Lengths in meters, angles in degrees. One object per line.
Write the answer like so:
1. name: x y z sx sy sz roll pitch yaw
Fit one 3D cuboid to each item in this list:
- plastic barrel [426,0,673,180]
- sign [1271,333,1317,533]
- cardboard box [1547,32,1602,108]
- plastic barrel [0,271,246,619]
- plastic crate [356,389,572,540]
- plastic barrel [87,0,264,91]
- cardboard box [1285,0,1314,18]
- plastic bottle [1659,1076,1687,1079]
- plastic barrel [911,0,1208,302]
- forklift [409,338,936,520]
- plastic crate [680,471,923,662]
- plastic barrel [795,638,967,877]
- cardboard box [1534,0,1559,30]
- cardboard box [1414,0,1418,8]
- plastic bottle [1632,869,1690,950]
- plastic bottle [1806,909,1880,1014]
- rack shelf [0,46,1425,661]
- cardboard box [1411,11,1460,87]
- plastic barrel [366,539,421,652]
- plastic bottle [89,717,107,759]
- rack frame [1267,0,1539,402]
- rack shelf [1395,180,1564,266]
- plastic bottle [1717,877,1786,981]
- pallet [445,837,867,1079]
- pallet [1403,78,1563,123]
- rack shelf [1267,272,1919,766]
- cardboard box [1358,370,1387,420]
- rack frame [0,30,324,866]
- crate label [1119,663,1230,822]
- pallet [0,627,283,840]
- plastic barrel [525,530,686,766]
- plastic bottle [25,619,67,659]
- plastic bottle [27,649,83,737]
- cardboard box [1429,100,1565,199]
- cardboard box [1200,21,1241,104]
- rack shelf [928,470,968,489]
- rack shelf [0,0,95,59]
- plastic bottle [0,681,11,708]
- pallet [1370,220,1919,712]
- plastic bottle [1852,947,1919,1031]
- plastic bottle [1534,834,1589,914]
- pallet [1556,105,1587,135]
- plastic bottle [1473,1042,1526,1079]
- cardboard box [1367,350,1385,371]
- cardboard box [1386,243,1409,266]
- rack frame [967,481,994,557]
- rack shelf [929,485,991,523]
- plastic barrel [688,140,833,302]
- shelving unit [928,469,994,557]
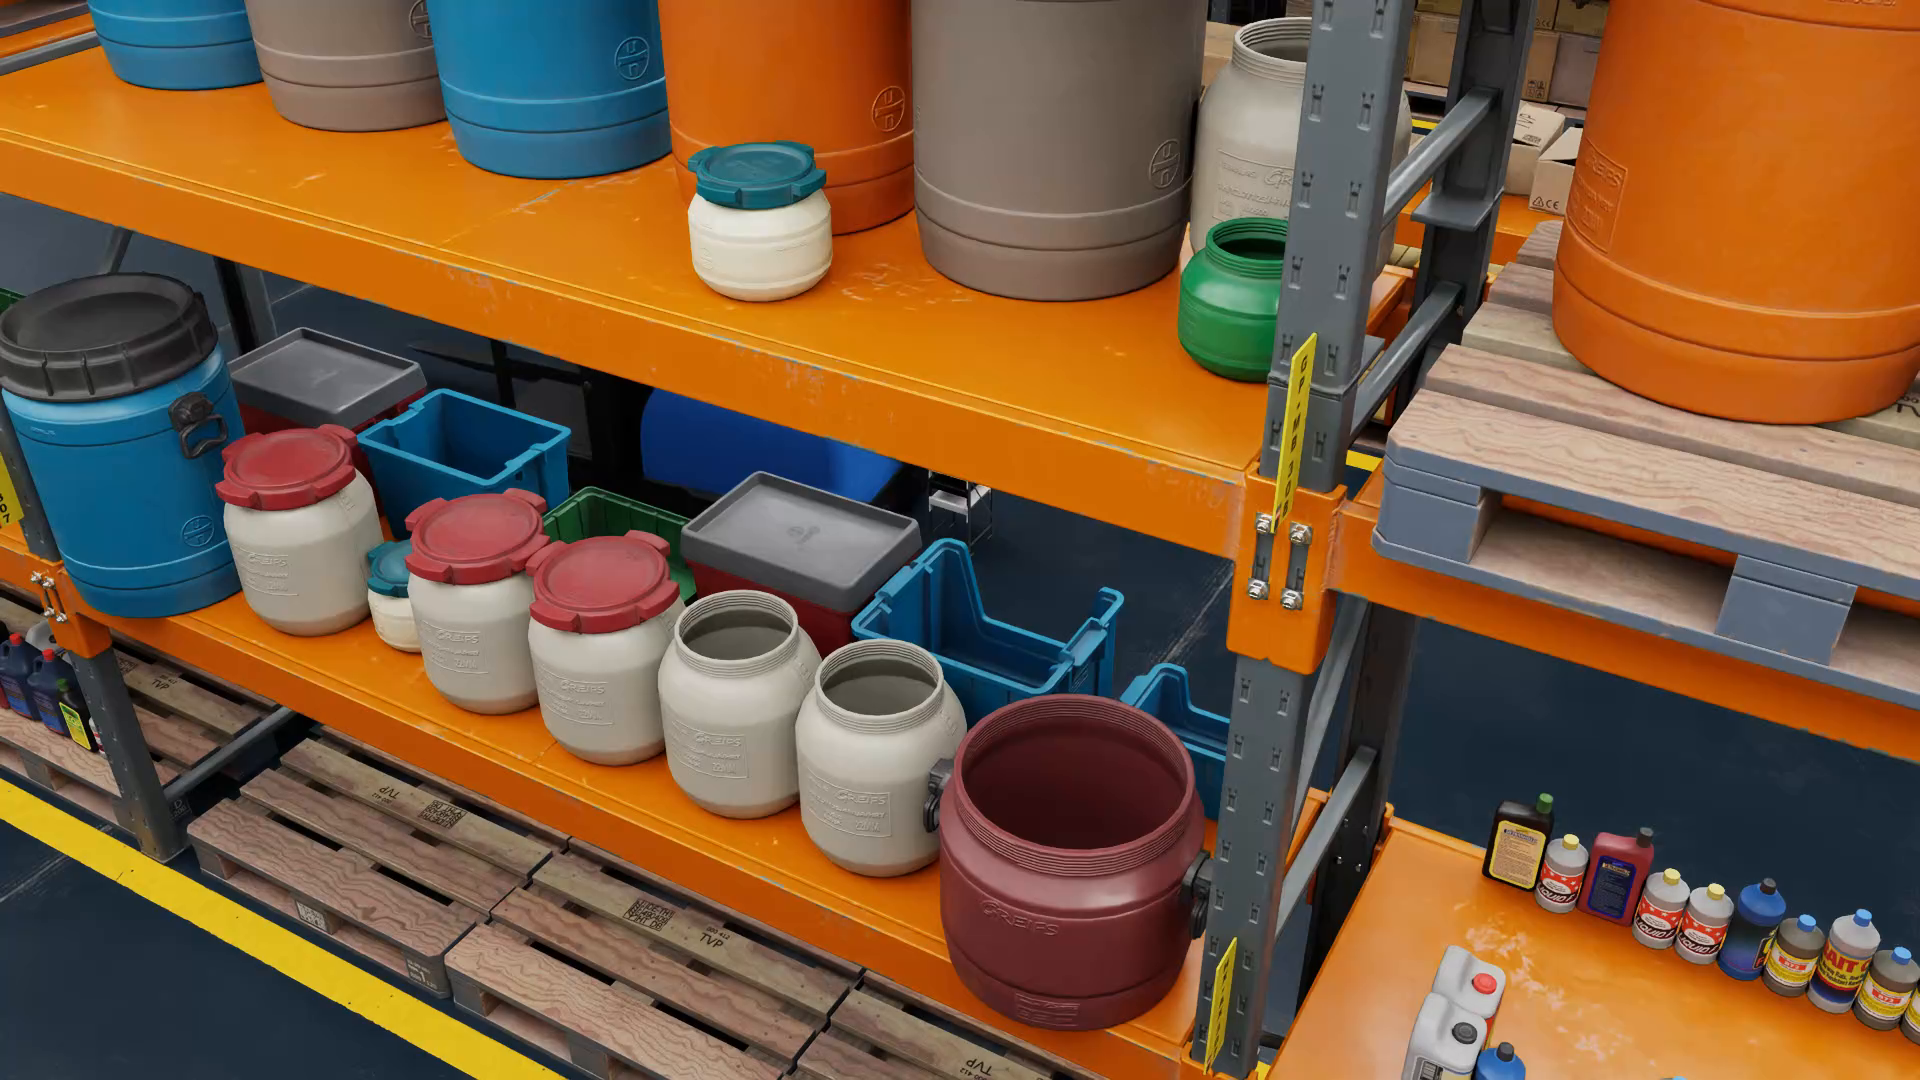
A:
1. plastic barrel: -0.983 -1.393 3.977 0.708 0.901 0.600 18 37 24
2. sign: 0.539 -0.169 2.686 0.005 0.325 0.100 18 37 24
3. cardboard box: 4.681 -3.512 12.176 0.500 0.500 0.700 18 37 24
4. plastic barrel: -2.482 -0.288 5.024 0.708 0.901 0.600 18 37 24
5. plastic crate: -1.555 -0.171 5.315 0.575 0.384 0.392 18 37 24
6. plastic barrel: -2.118 -1.753 4.517 0.708 0.901 0.600 18 37 24
7. cardboard box: 2.896 -4.047 12.979 0.500 0.500 0.700 19 38 26
8. plastic bottle: 1.468 1.188 3.439 0.097 0.201 0.097 0 34 0
9. plastic barrel: 0.200 -1.019 3.415 0.600 0.901 0.600 0 34 0
10. forklift: -1.668 -1.609 7.523 3.031 2.935 1.130 13 36 19
11. plastic crate: -0.446 0.151 4.760 0.583 0.464 0.402 18 37 24
12. plastic barrel: -0.194 0.542 4.129 0.421 0.512 0.421 0 34 0
13. cardboard box: 4.157 -3.952 12.161 0.500 0.250 0.500 17 37 24
14. cardboard box: 3.280 -4.240 12.592 0.500 0.250 0.500 17 37 23
15. plastic bottle: 1.660 0.862 3.929 0.097 0.201 0.097 0 34 0
16. plastic bottle: 1.998 0.939 3.749 0.097 0.271 0.097 0 34 0
17. rack shelf: -0.931 -0.730 4.083 4.000 0.370 1.077 18 37 24
18. cardboard box: 3.792 -3.769 12.562 0.500 0.500 0.700 18 38 25
19. plastic barrel: -1.594 0.164 4.922 0.301 0.262 0.301 0 34 0
20. plastic bottle: -3.137 0.701 6.119 0.097 0.201 0.097 0 34 0
21. rack frame: 0.805 -1.728 2.226 0.127 3.000 1.000 18 37 24
22. rack shelf: 1.530 -1.864 8.492 4.000 0.370 1.077 18 37 24
23. plastic bottle: 1.829 0.886 3.829 0.097 0.271 0.097 0 34 0
24. pallet: -0.903 1.362 5.515 1.213 0.211 1.003 18 37 24
25. pallet: 3.988 -3.390 12.650 1.213 0.211 1.003 18 37 24
26. rack shelf: 2.542 0.370 2.431 4.000 0.370 1.077 18 37 24
27. cardboard box: 2.239 -0.811 8.364 0.500 0.250 0.500 17 37 24
28. rack frame: -2.667 -0.331 5.541 0.127 3.000 1.000 18 37 24
29. crate label: 0.626 0.542 4.380 0.416 0.233 0.303 18 37 24
30. pallet: -3.230 0.625 6.621 1.213 0.211 1.003 18 37 24
31. plastic barrel: -0.933 0.302 4.468 0.433 0.535 0.433 0 34 0
32. plastic bottle: -3.485 0.450 6.428 0.135 0.276 0.152 18 37 24
33. plastic bottle: -3.370 0.550 6.211 0.185 0.351 0.144 17 37 23
34. cardboard box: 2.586 -1.916 8.001 0.500 0.311 0.500 17 37 24
35. cardboard box: 1.345 -2.254 8.338 0.500 0.500 0.500 18 38 24
36. rack shelf: 0.007 -0.345 7.516 0.200 0.077 0.258 18 37 24
37. rack shelf: -4.404 -1.830 5.735 4.000 0.370 1.077 18 37 24
38. plastic bottle: -3.698 0.500 6.346 0.133 0.283 0.061 20 39 27
39. pallet: 1.421 -0.144 2.723 1.213 0.211 1.003 18 37 24
40. plastic bottle: 2.082 0.995 3.728 0.097 0.201 0.097 0 34 0
41. plastic bottle: 1.459 0.798 4.024 0.097 0.201 0.097 0 34 0
42. pallet: 5.043 -3.054 12.145 1.213 0.211 1.003 18 37 24
43. plastic bottle: 1.108 1.142 3.445 0.097 0.271 0.097 0 34 0
44. cardboard box: 2.235 -1.043 8.206 0.500 0.311 0.500 17 37 24
45. cardboard box: 2.056 -1.445 8.809 0.500 0.311 0.500 17 37 23
46. rack frame: 0.095 -0.344 7.455 0.006 0.900 0.240 18 37 24
47. rack shelf: 0.007 -0.195 7.615 0.200 0.077 0.258 18 37 24
48. plastic barrel: -0.415 -0.659 3.452 0.301 0.262 0.301 0 34 0
49. shelving unit: 0.007 -0.372 7.497 0.210 0.900 0.258 18 37 24
